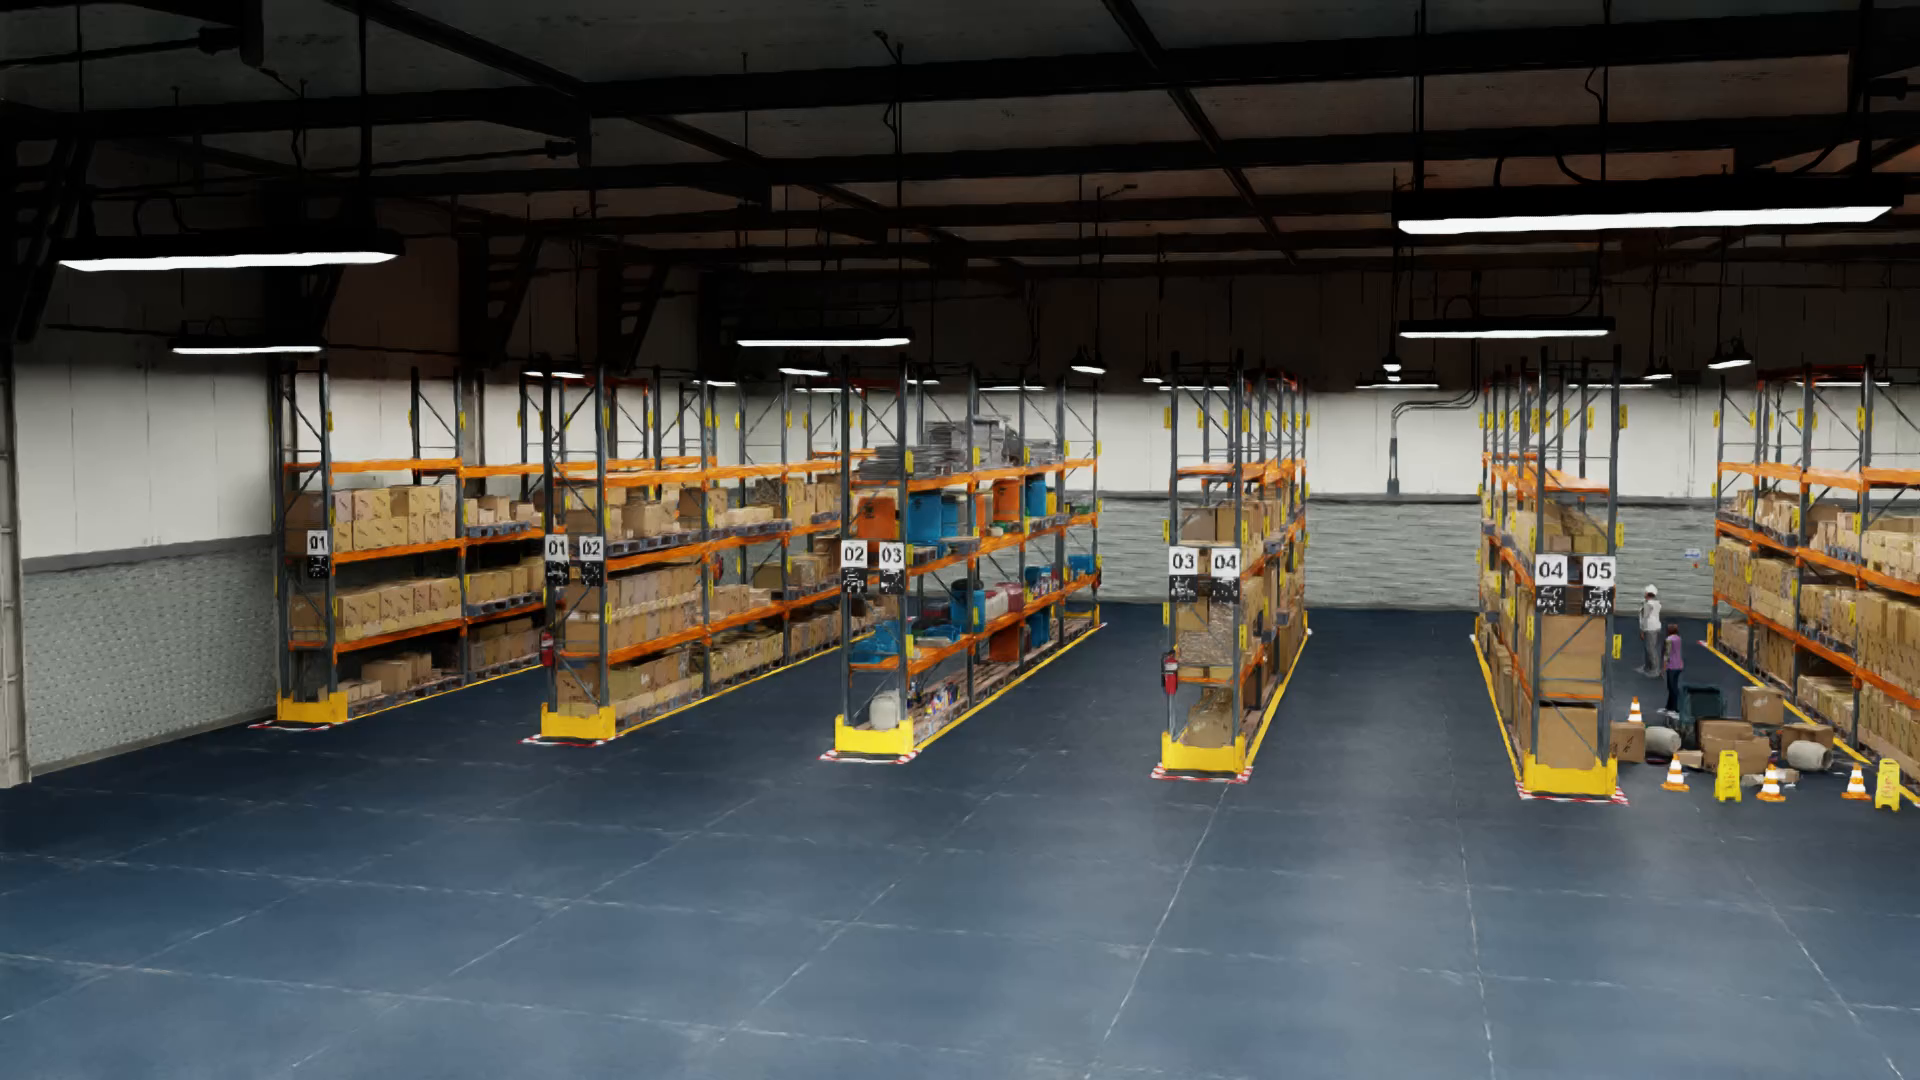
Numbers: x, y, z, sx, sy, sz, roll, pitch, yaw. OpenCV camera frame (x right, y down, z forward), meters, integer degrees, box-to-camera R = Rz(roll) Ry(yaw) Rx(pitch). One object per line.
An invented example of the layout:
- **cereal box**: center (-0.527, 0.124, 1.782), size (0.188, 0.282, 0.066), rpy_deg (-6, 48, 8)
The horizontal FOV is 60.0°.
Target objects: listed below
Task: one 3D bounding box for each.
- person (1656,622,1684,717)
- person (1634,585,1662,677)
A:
- **person**: center (12.000, 2.174, 28.075), size (0.522, 1.592, 0.527), rpy_deg (-4, 6, -44)
- **person**: center (13.499, 1.761, 32.603), size (0.581, 1.768, 0.642), rpy_deg (4, 5, 41)
